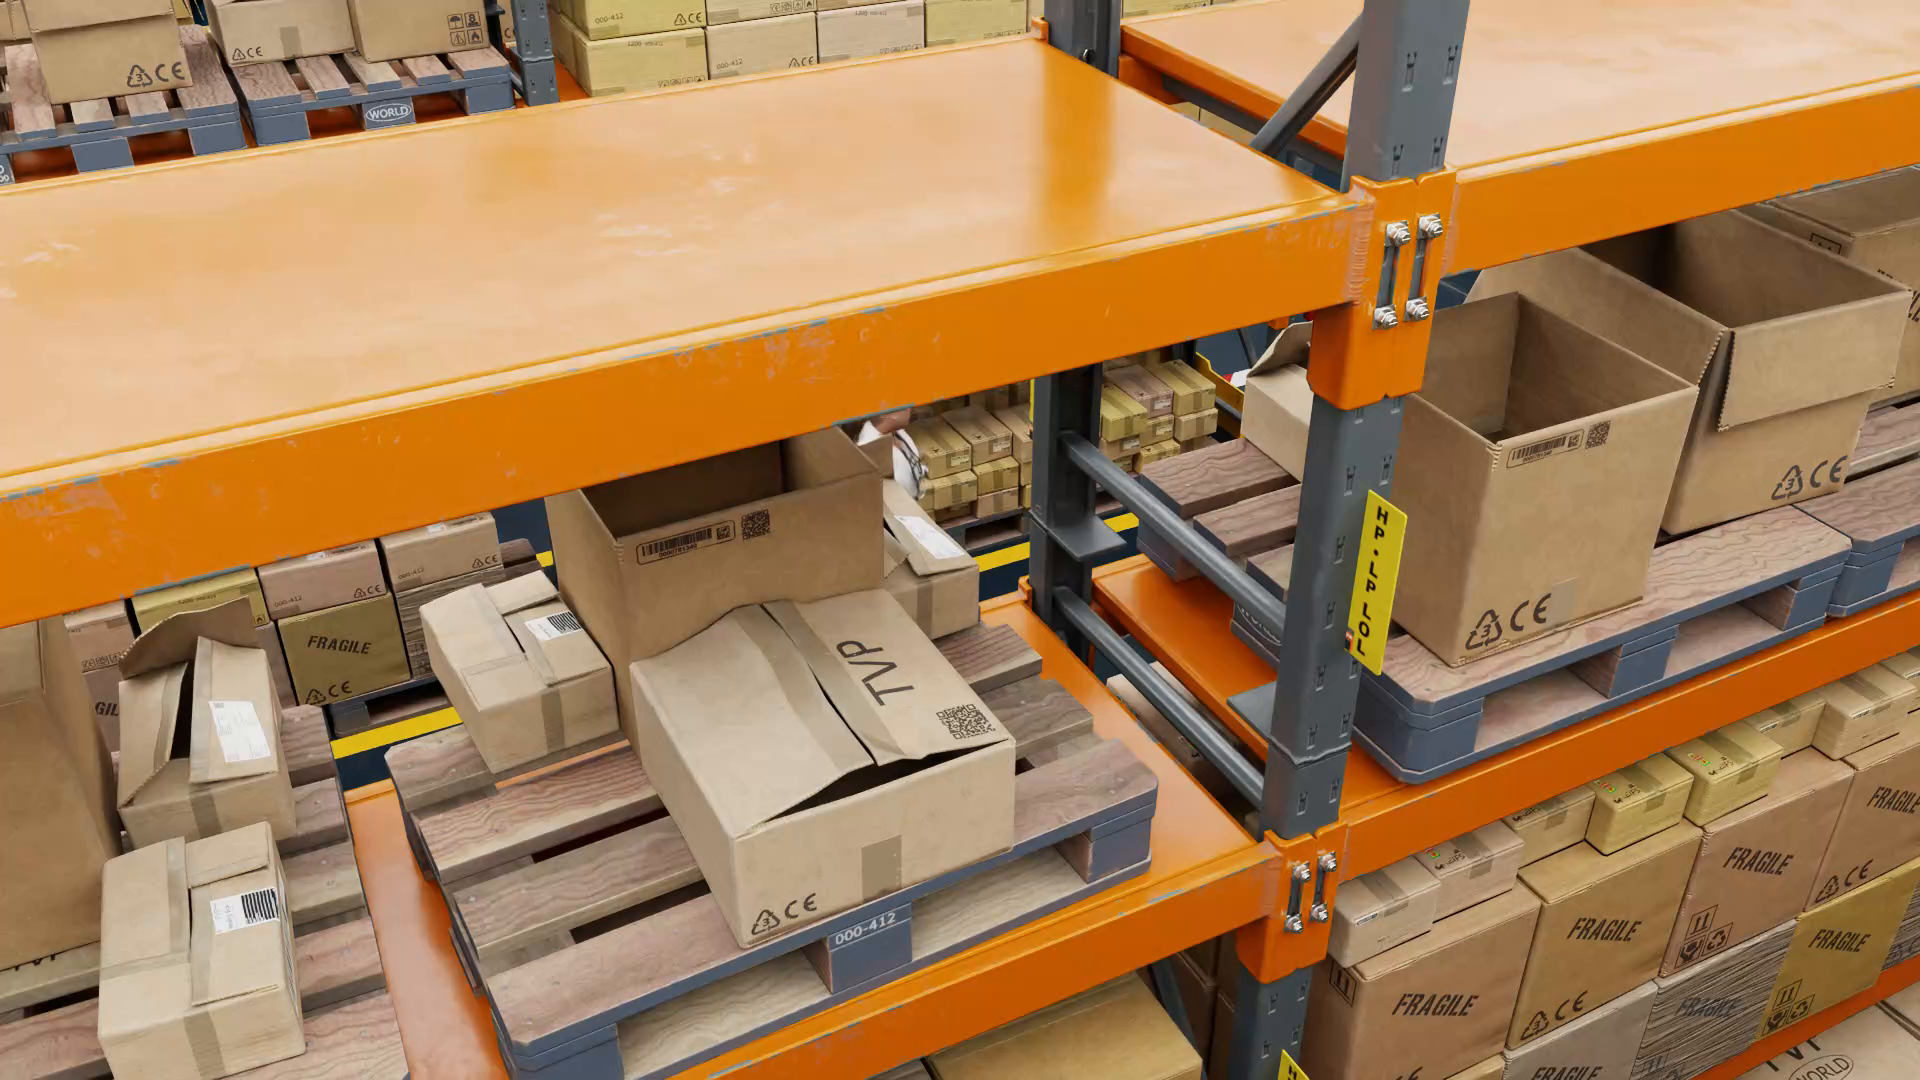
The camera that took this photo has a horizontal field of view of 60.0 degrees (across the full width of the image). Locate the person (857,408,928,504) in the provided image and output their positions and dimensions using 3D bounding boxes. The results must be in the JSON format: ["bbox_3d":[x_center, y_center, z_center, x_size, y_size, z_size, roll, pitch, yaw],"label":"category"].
[{"bbox_3d":[-0.330,0.074,7.488,0.585,1.779,0.600,7,33,11],"label":"person"}]
